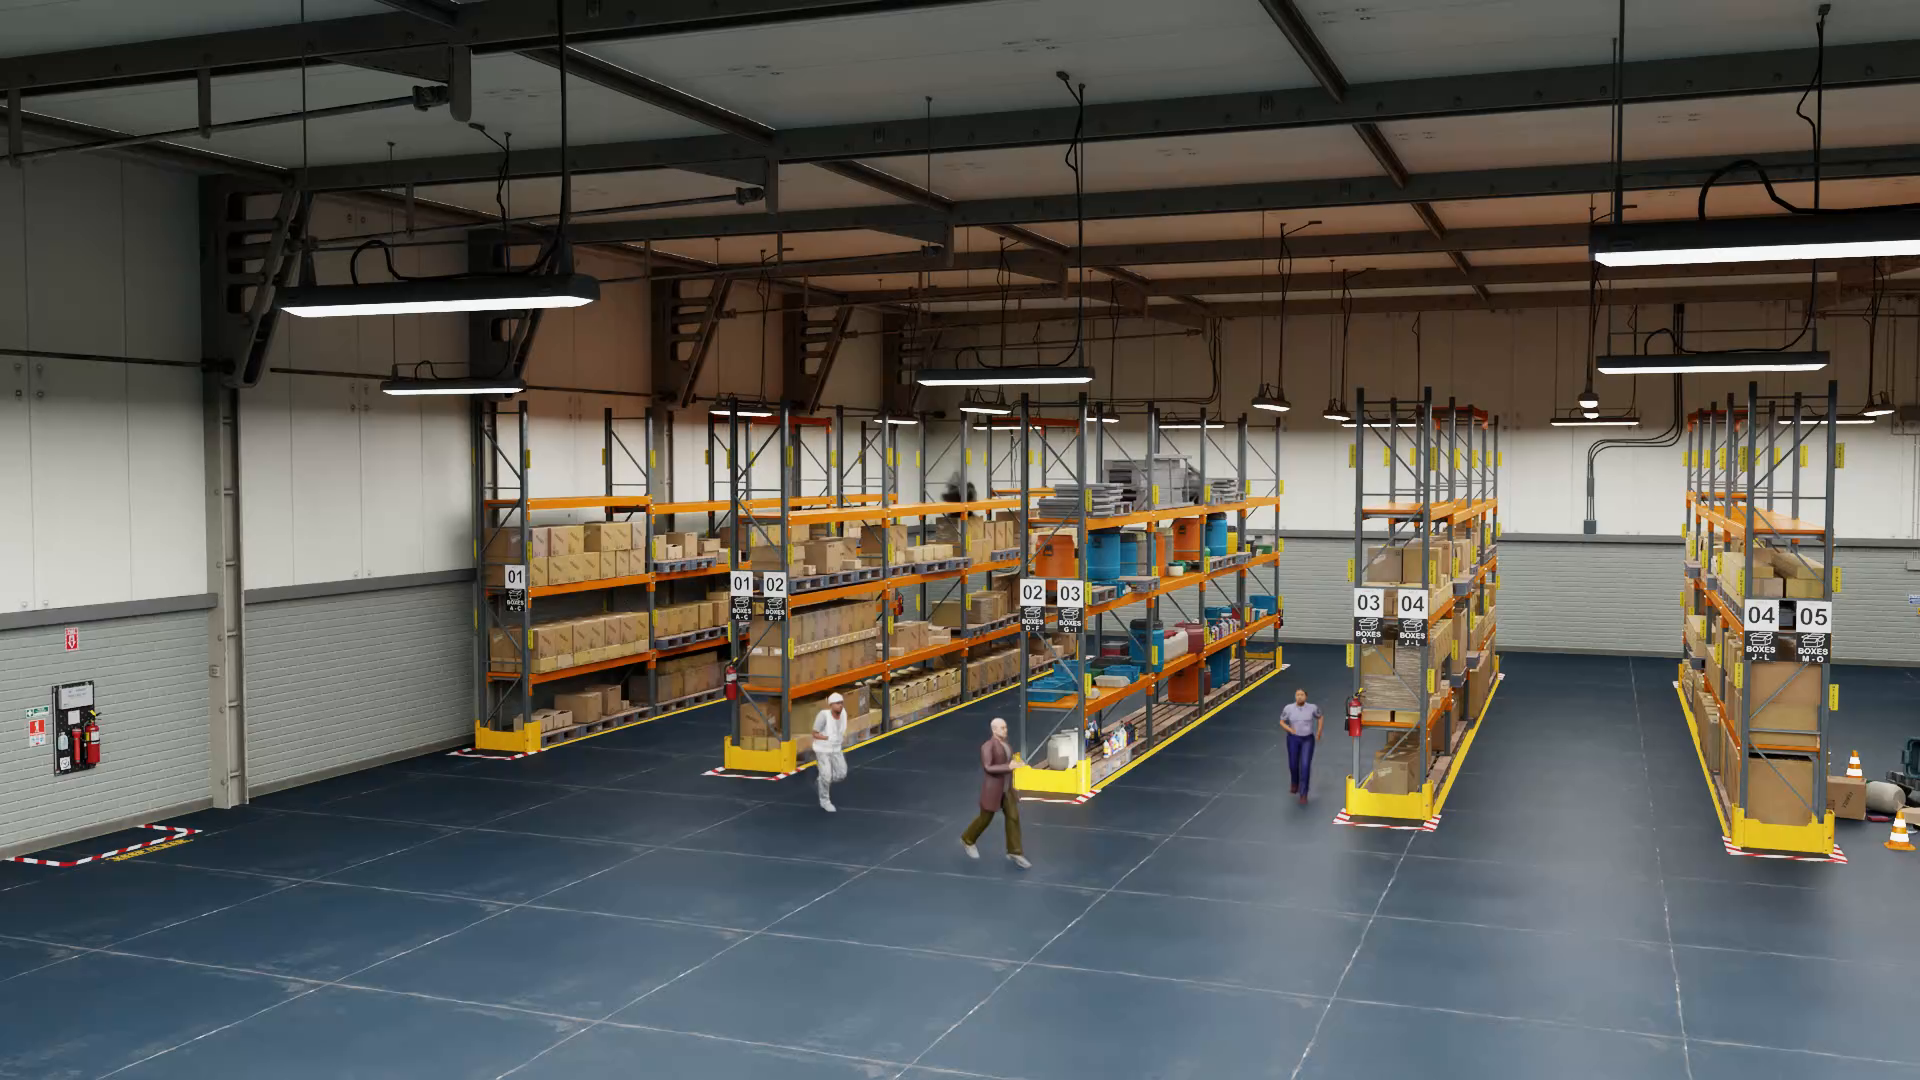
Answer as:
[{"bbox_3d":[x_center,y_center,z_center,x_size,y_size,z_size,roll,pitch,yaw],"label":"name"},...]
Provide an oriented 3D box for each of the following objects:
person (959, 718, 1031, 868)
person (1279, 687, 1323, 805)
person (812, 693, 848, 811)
[{"bbox_3d":[0.429,3.084,20.481,1.033,1.797,0.690,2,4,38],"label":"person"},{"bbox_3d":[5.006,2.996,24.426,0.624,1.671,0.814,1,3,16],"label":"person"},{"bbox_3d":[-1.816,3.009,23.606,0.667,1.716,0.722,-2,4,-39],"label":"person"}]
